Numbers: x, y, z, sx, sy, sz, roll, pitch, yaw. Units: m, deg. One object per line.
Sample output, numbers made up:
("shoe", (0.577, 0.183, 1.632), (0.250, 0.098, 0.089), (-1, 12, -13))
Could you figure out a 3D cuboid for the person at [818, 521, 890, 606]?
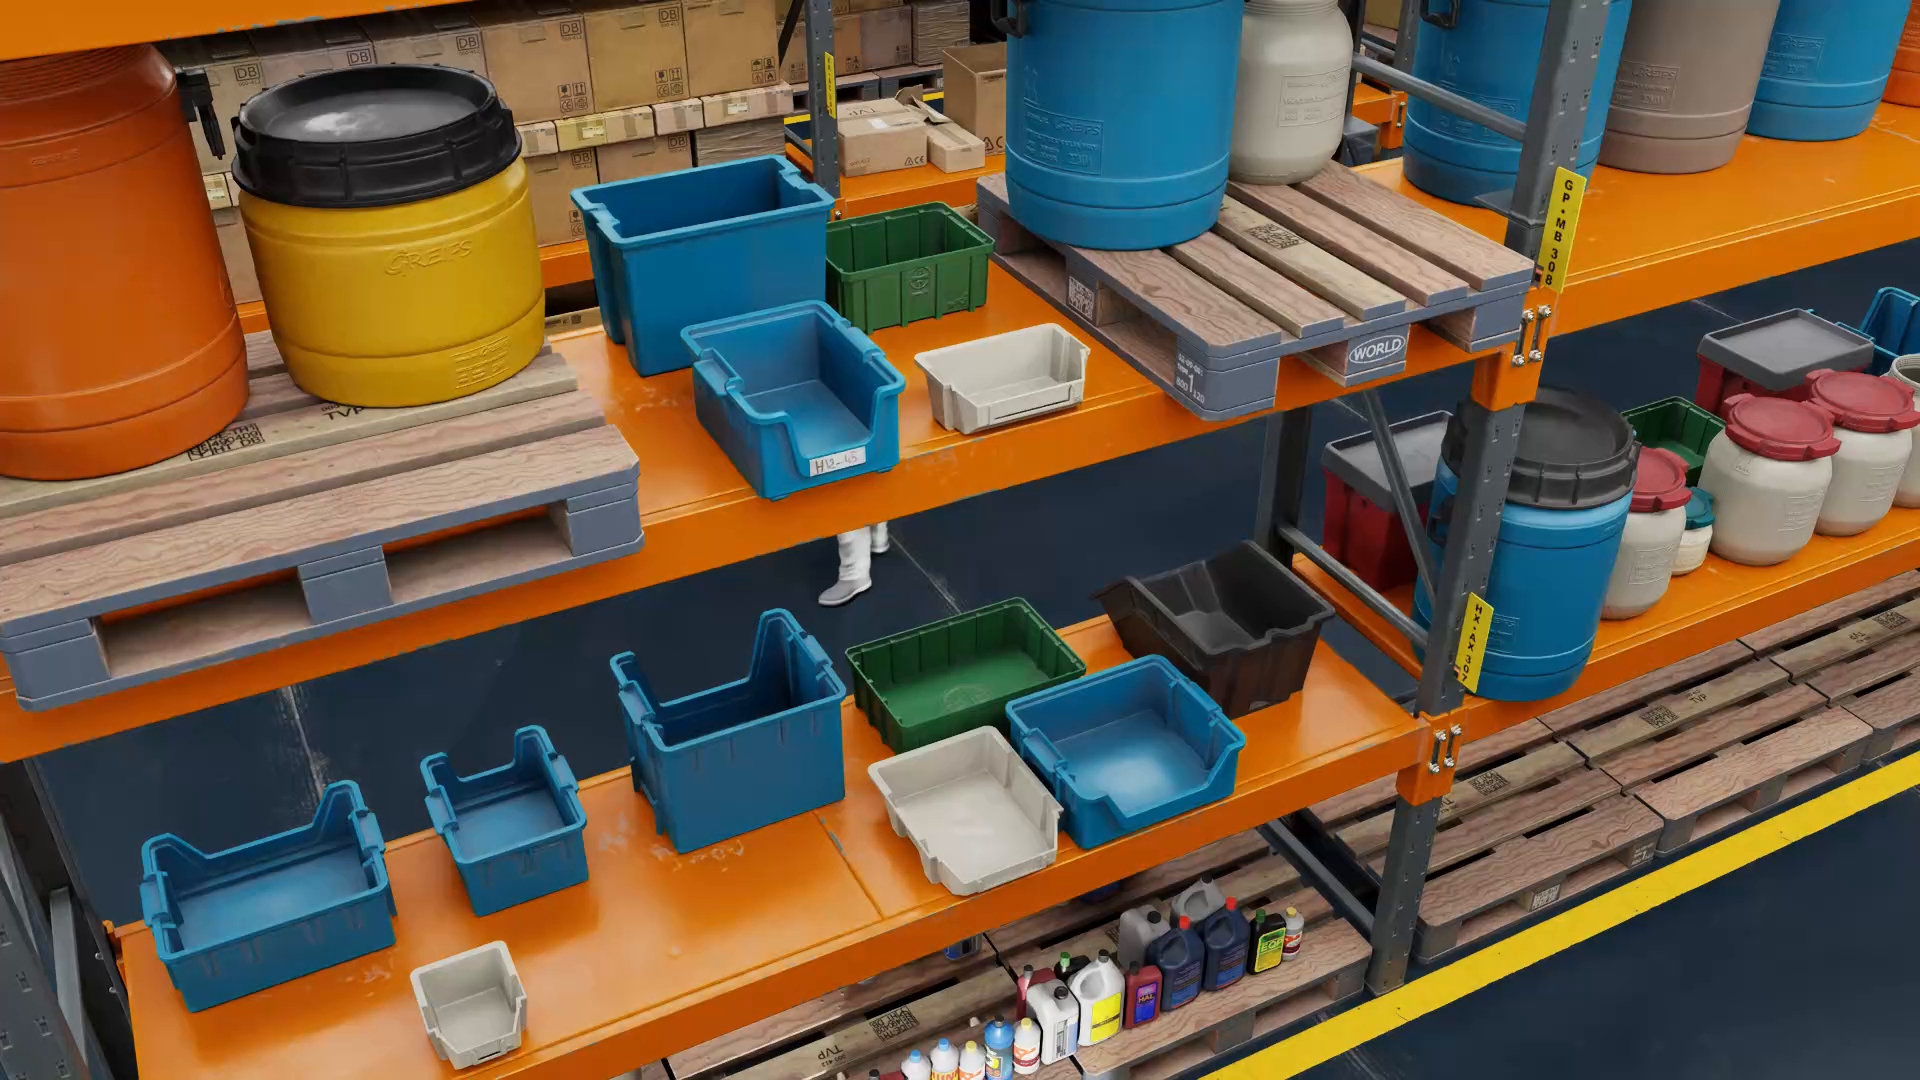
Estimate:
("person", (-0.556, -0.551, 7.966), (0.438, 1.669, 0.658), (-5, 34, -8))
